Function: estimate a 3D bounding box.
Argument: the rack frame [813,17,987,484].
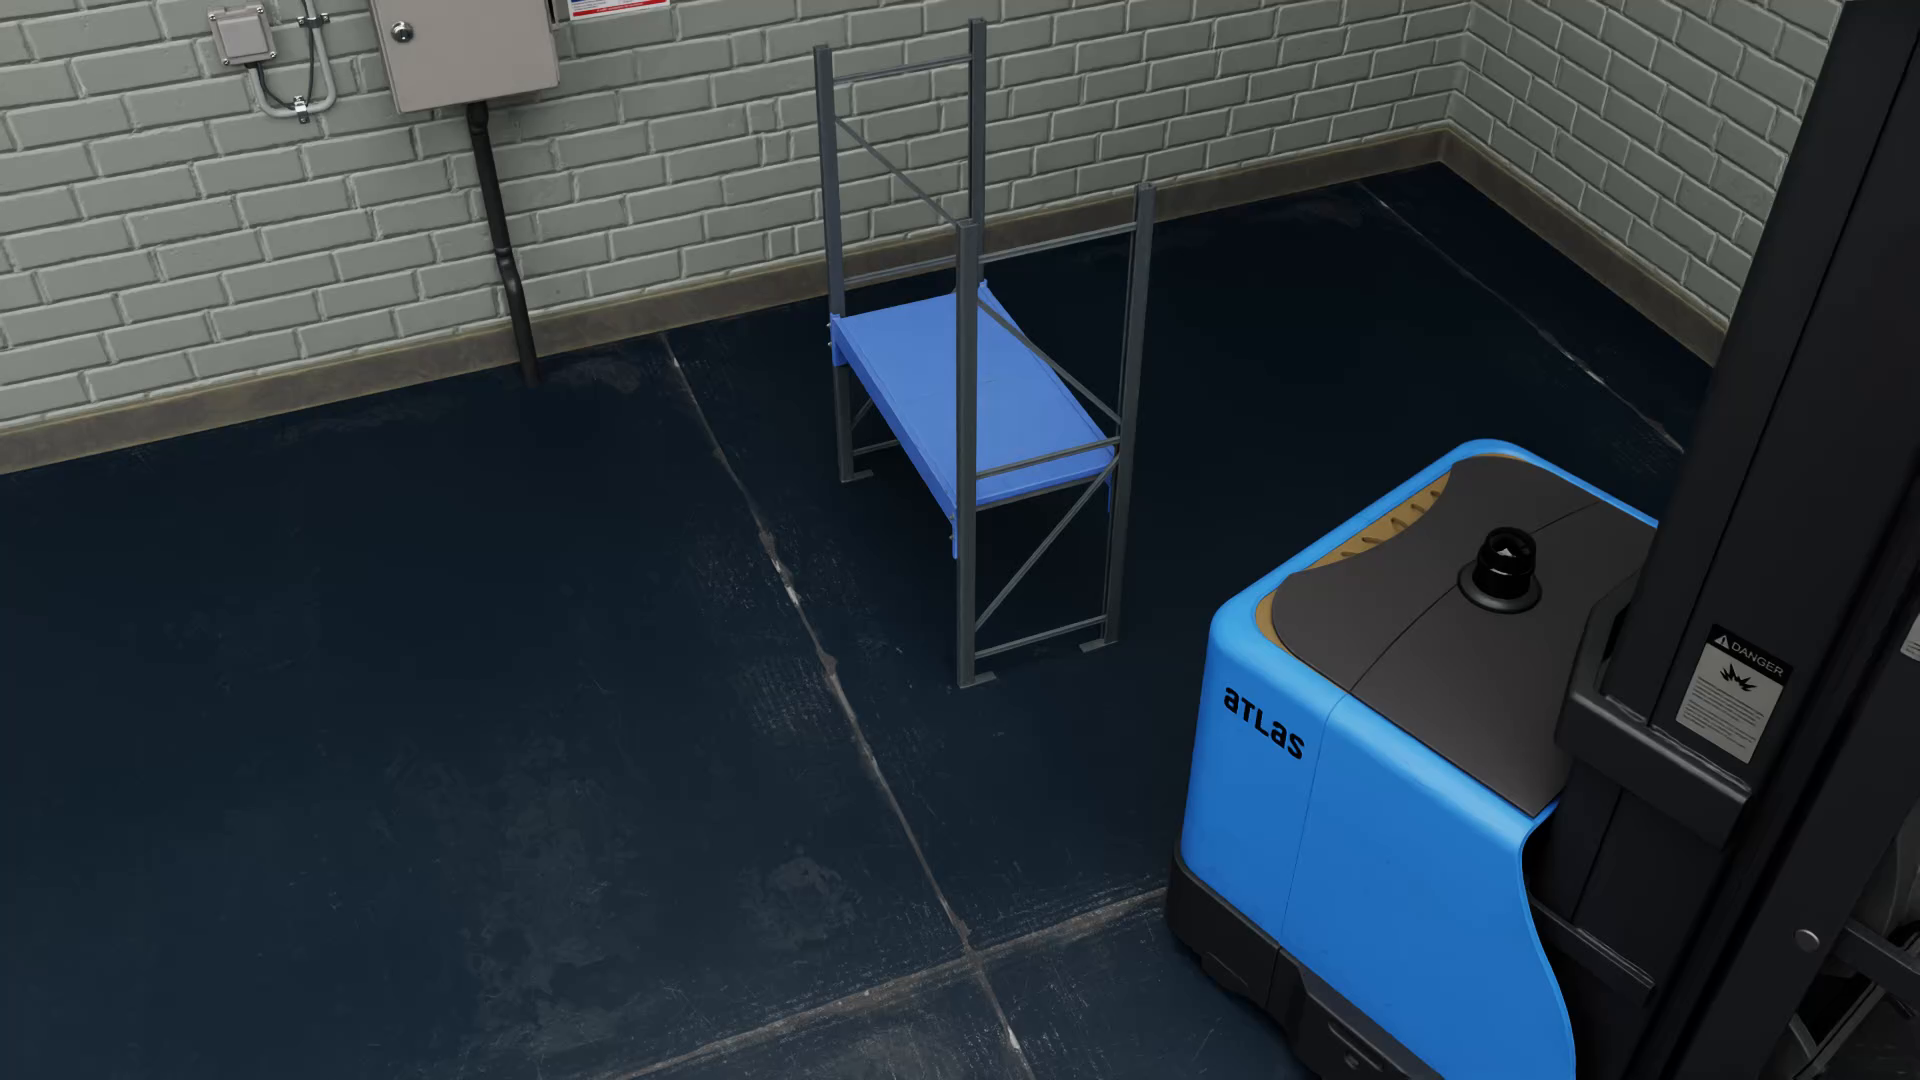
[{"bbox_3d":[-0.162,-0.823,5.057,0.500,1.500,0.032,-15,43,-17],"label":"rack frame"}]

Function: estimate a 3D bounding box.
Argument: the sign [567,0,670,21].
[{"bbox_3d":[-1.100,-1.896,5.227,0.329,0.494,0.001,-15,43,-17],"label":"sign"}]

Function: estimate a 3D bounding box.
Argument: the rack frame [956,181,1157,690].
[{"bbox_3d":[0.227,-0.211,4.345,0.500,1.500,0.032,-15,43,-17],"label":"rack frame"}]

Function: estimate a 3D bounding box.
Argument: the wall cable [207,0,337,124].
[{"bbox_3d":[-2.168,-1.994,4.488,0.588,1.984,0.122,-15,43,-17],"label":"wall cable"}]

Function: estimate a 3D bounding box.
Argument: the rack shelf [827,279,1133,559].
[{"bbox_3d":[0.033,-0.381,4.819,0.538,0.185,1.000,-15,43,-17],"label":"rack shelf"}]

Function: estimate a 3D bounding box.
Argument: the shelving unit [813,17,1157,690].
[{"bbox_3d":[0.033,-0.517,4.701,0.538,1.500,1.048,-15,43,-17],"label":"shelving unit"}]

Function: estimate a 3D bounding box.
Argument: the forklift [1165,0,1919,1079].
[{"bbox_3d":[1.854,0.369,2.573,1.130,2.935,3.031,-30,49,-30],"label":"forklift"}]

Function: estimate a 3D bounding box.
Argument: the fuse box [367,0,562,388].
[{"bbox_3d":[-1.477,-1.195,5.327,0.539,1.711,0.414,-15,43,-17],"label":"fuse box"}]
